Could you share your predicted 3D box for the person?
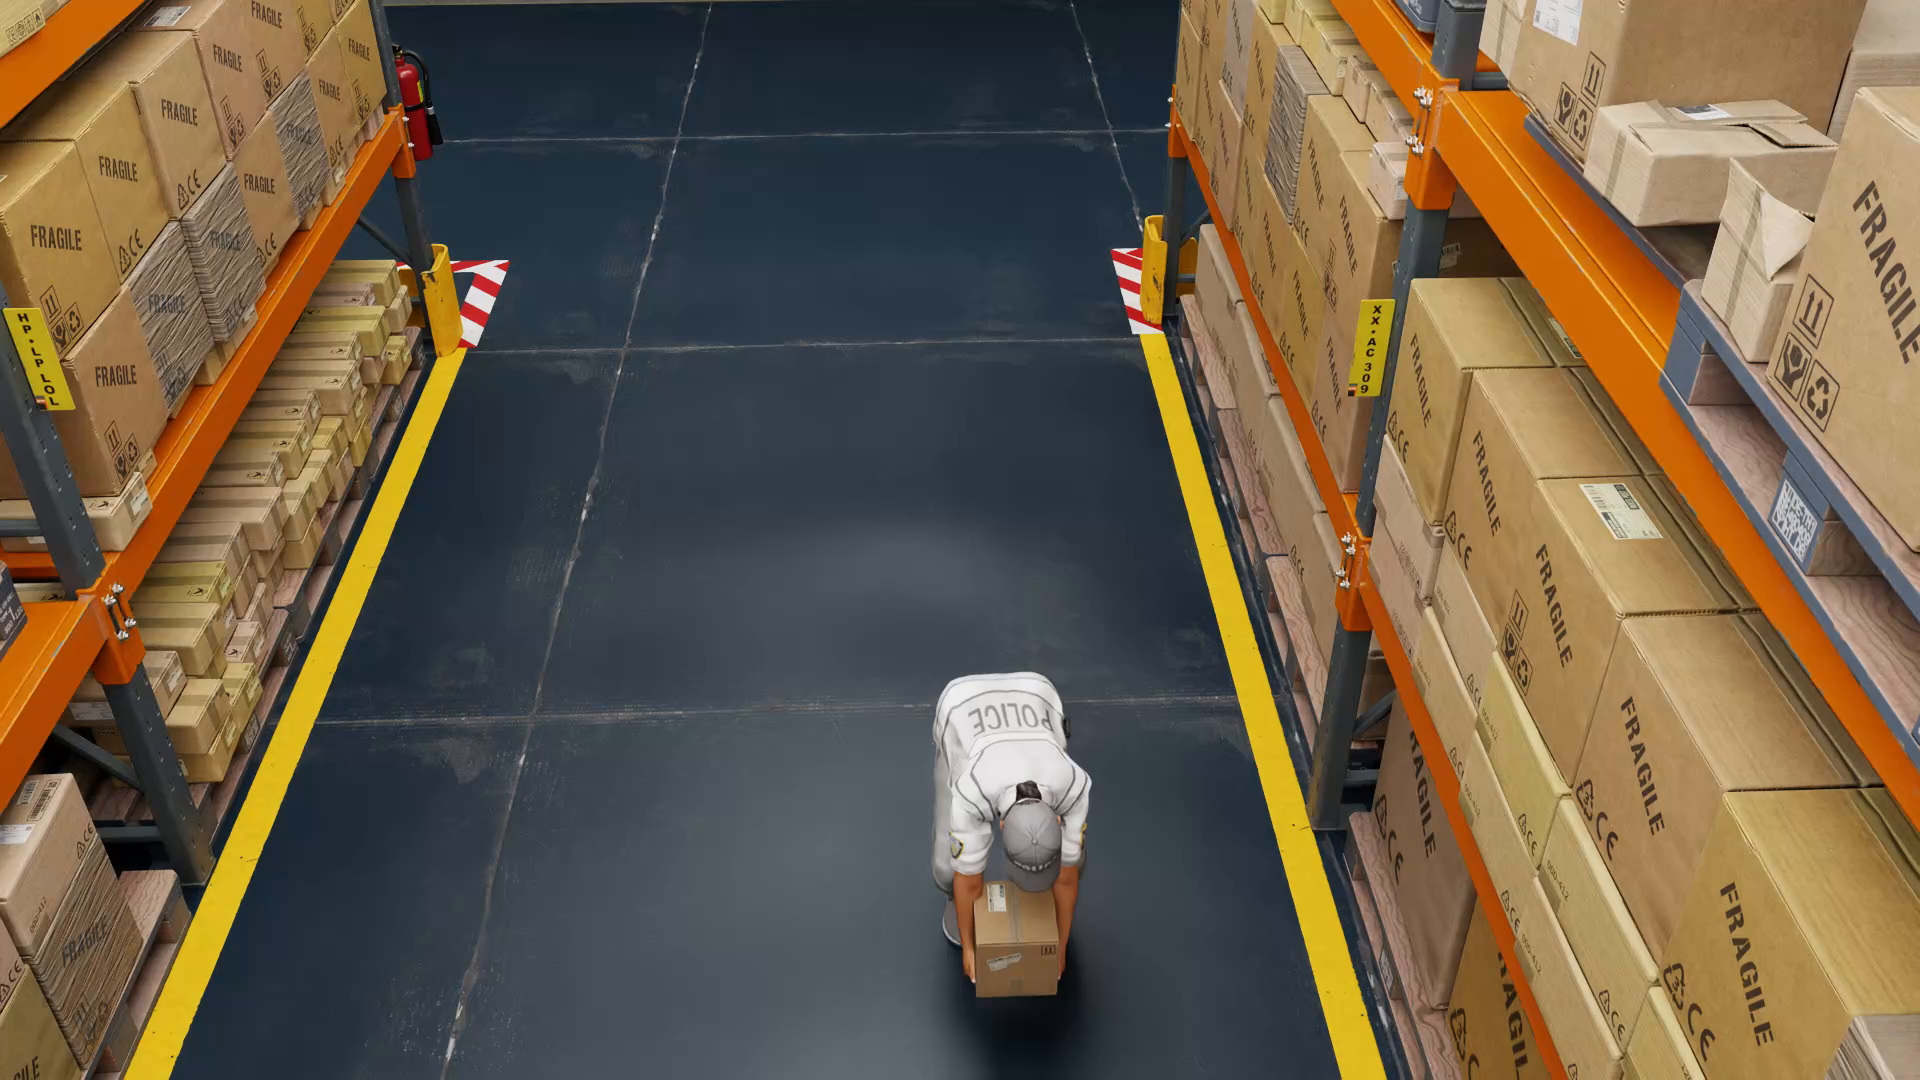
[{"bbox_3d":[0.160,0.974,5.326,0.512,1.031,0.938,-3,36,-4],"label":"person"}]
